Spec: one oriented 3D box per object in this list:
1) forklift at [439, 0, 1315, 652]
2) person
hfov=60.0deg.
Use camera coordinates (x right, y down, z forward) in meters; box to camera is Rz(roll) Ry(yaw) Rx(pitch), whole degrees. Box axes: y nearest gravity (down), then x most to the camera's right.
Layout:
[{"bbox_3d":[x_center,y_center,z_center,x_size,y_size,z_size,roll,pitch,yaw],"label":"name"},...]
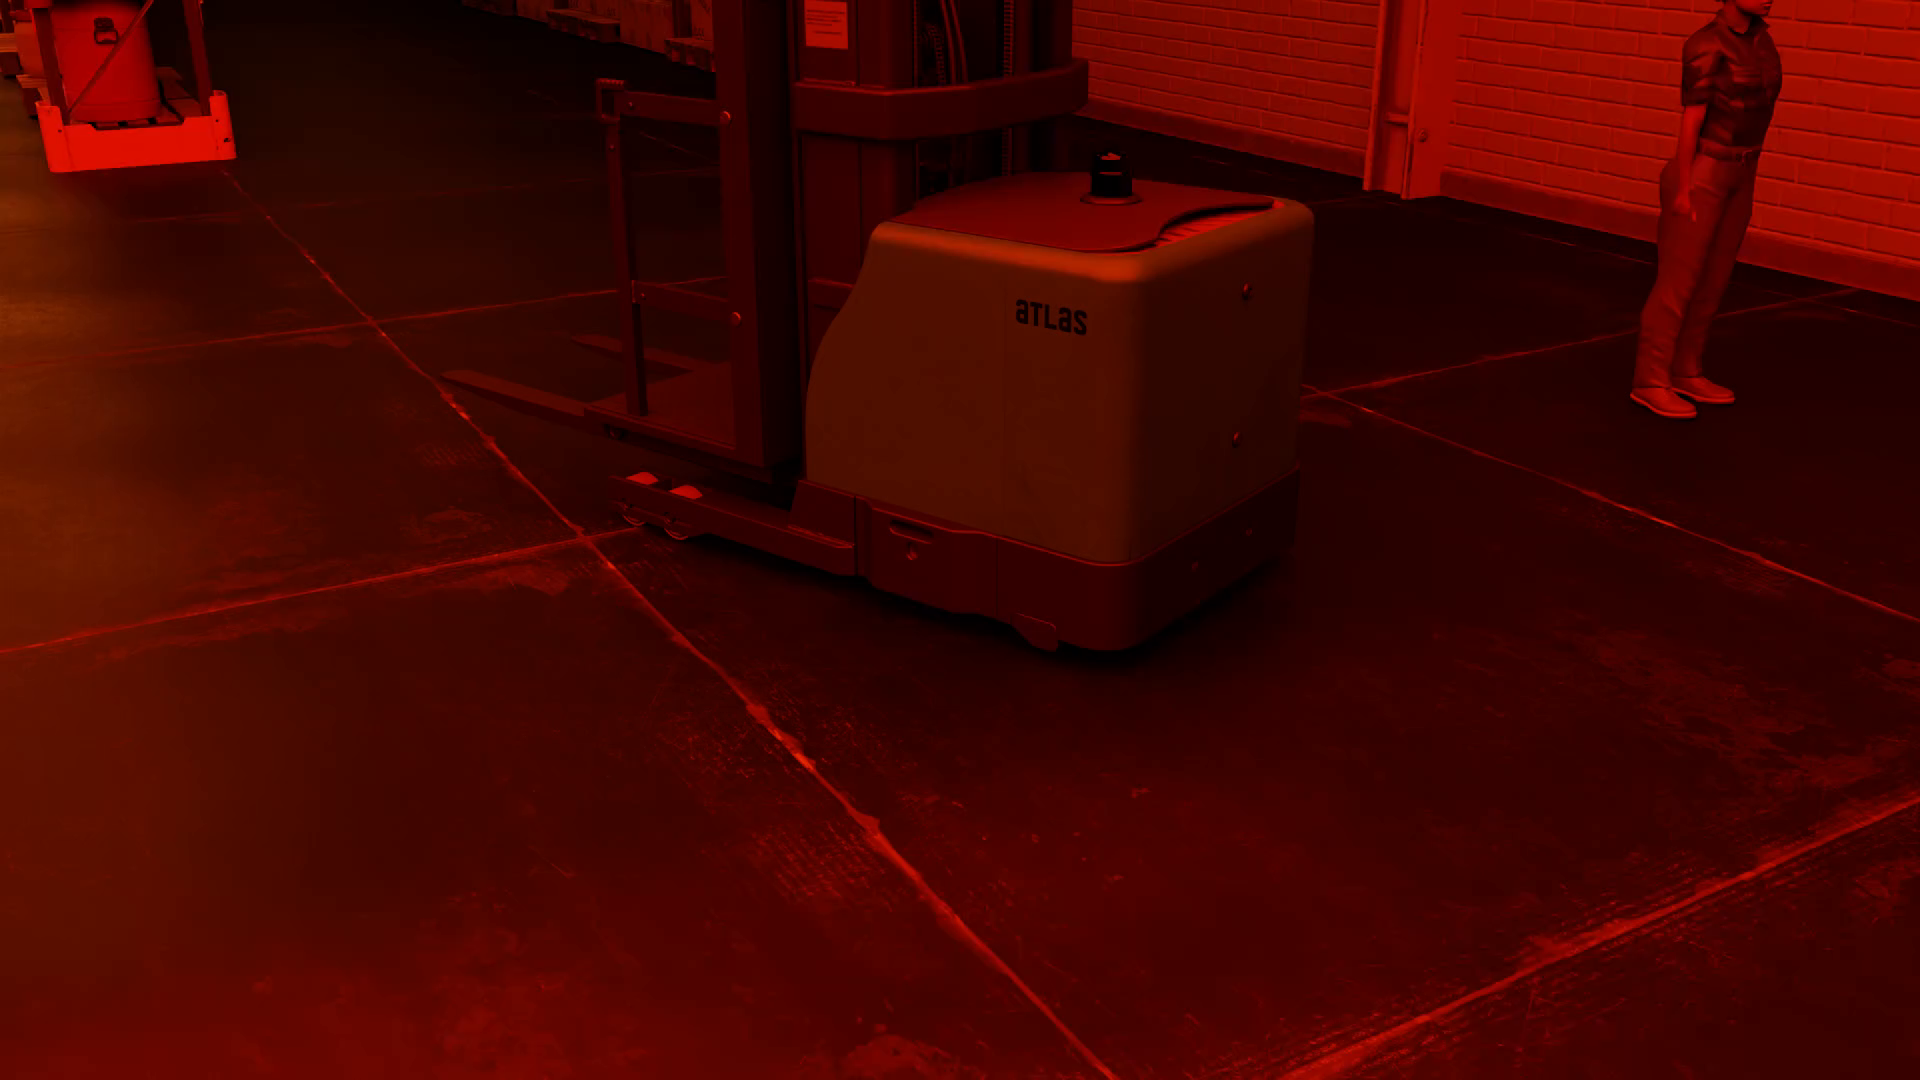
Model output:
[{"bbox_3d":[-0.481,-1.497,4.922,3.031,2.935,1.130,16,27,34],"label":"forklift"},{"bbox_3d":[2.786,-1.299,6.121,0.450,1.660,0.325,-16,27,-34],"label":"person"}]
